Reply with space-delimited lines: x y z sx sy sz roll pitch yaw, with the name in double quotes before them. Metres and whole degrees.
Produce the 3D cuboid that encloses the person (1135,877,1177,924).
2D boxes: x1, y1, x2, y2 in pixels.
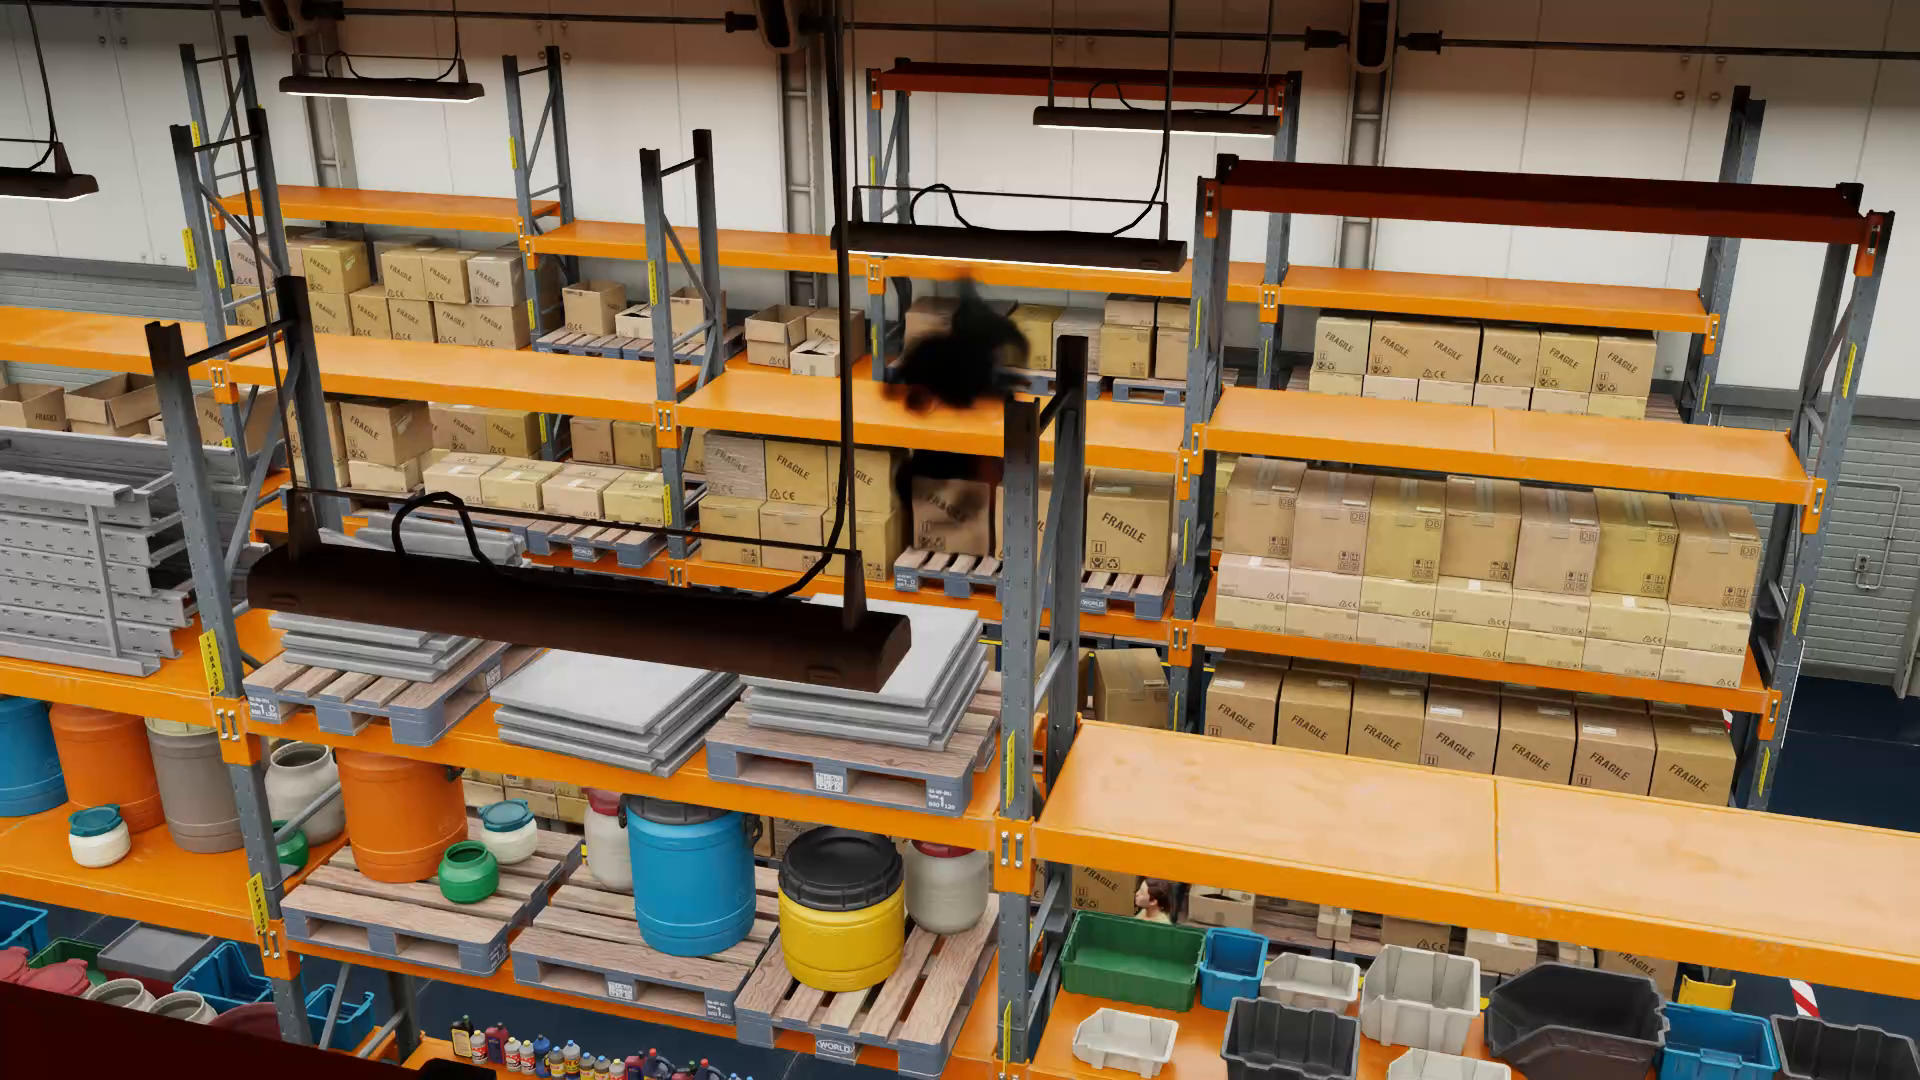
"person" 1.274 2.998 11.401 0.566 1.632 0.587 3 23 8
